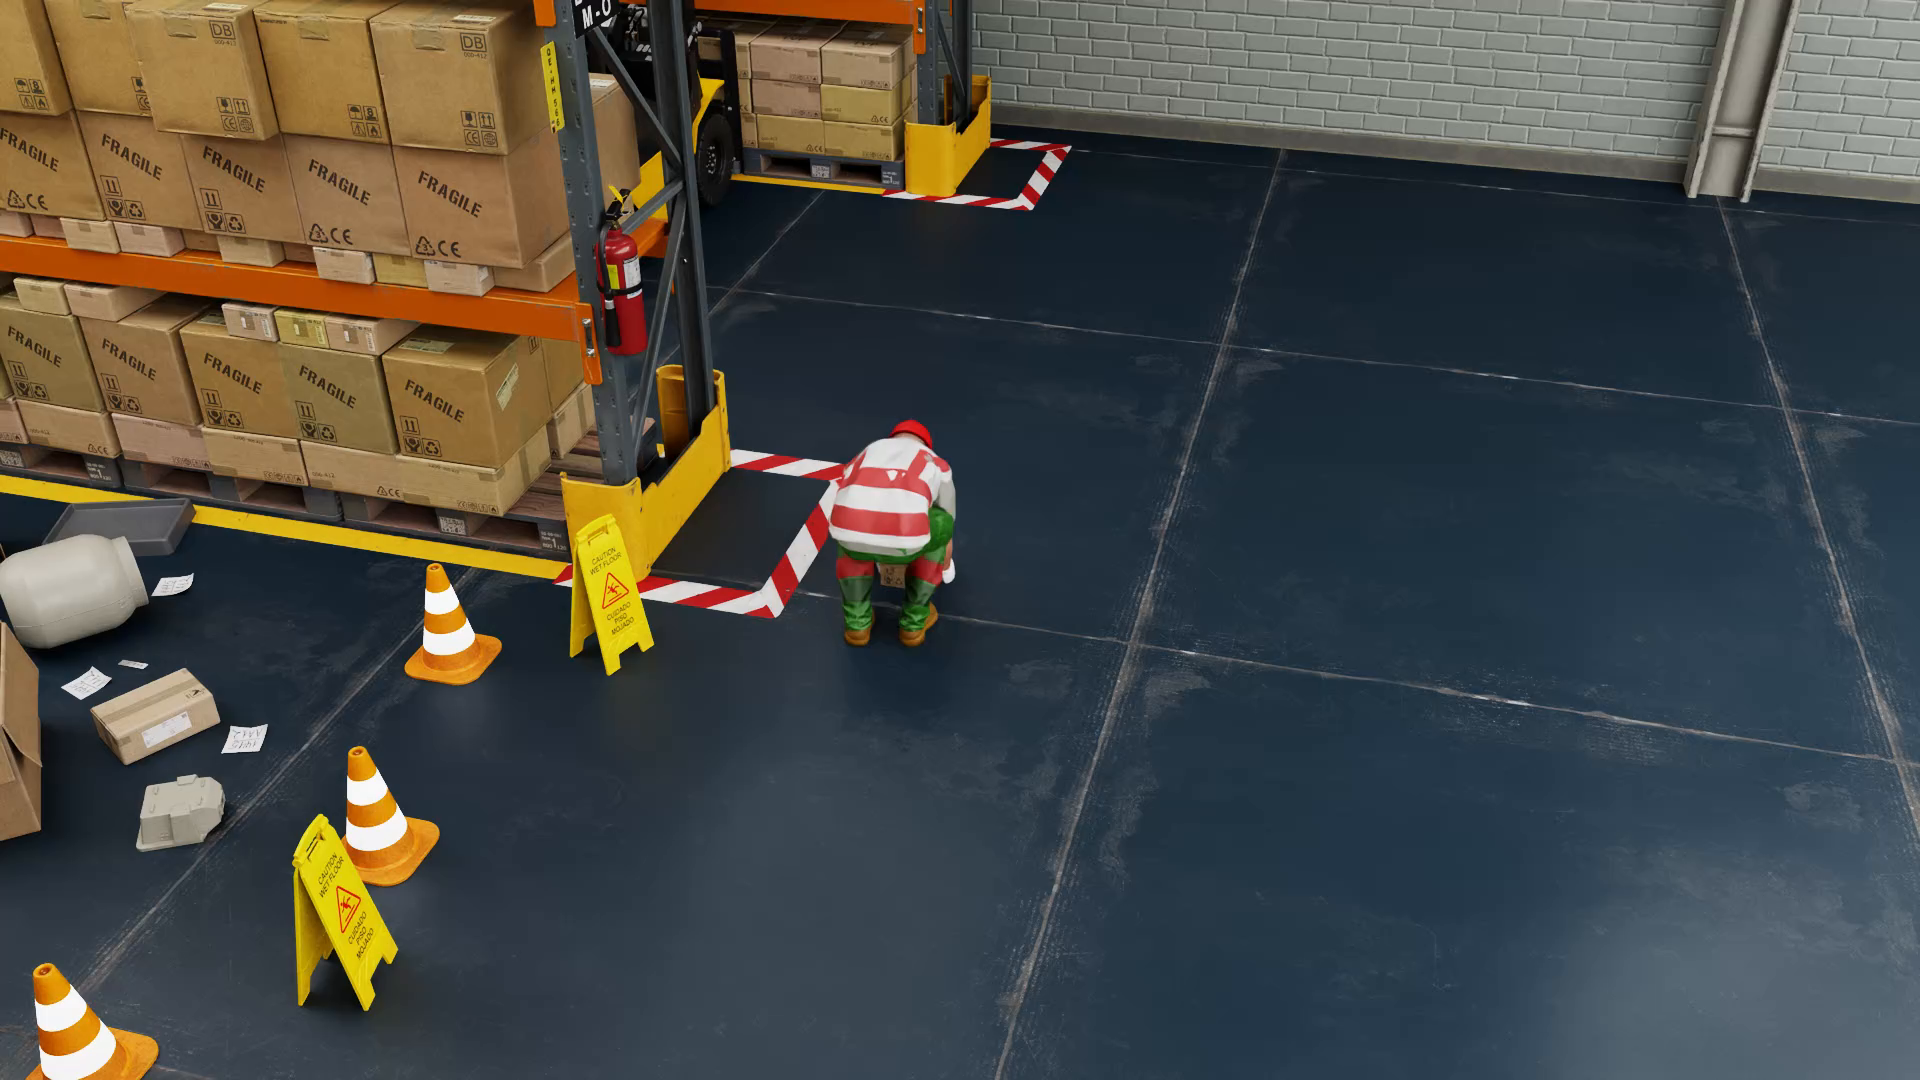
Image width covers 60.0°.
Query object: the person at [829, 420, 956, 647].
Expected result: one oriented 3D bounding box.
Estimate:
[{"bbox_3d":[-0.279,-0.036,7.073,0.527,0.869,0.966,5,33,8],"label":"person"}]
